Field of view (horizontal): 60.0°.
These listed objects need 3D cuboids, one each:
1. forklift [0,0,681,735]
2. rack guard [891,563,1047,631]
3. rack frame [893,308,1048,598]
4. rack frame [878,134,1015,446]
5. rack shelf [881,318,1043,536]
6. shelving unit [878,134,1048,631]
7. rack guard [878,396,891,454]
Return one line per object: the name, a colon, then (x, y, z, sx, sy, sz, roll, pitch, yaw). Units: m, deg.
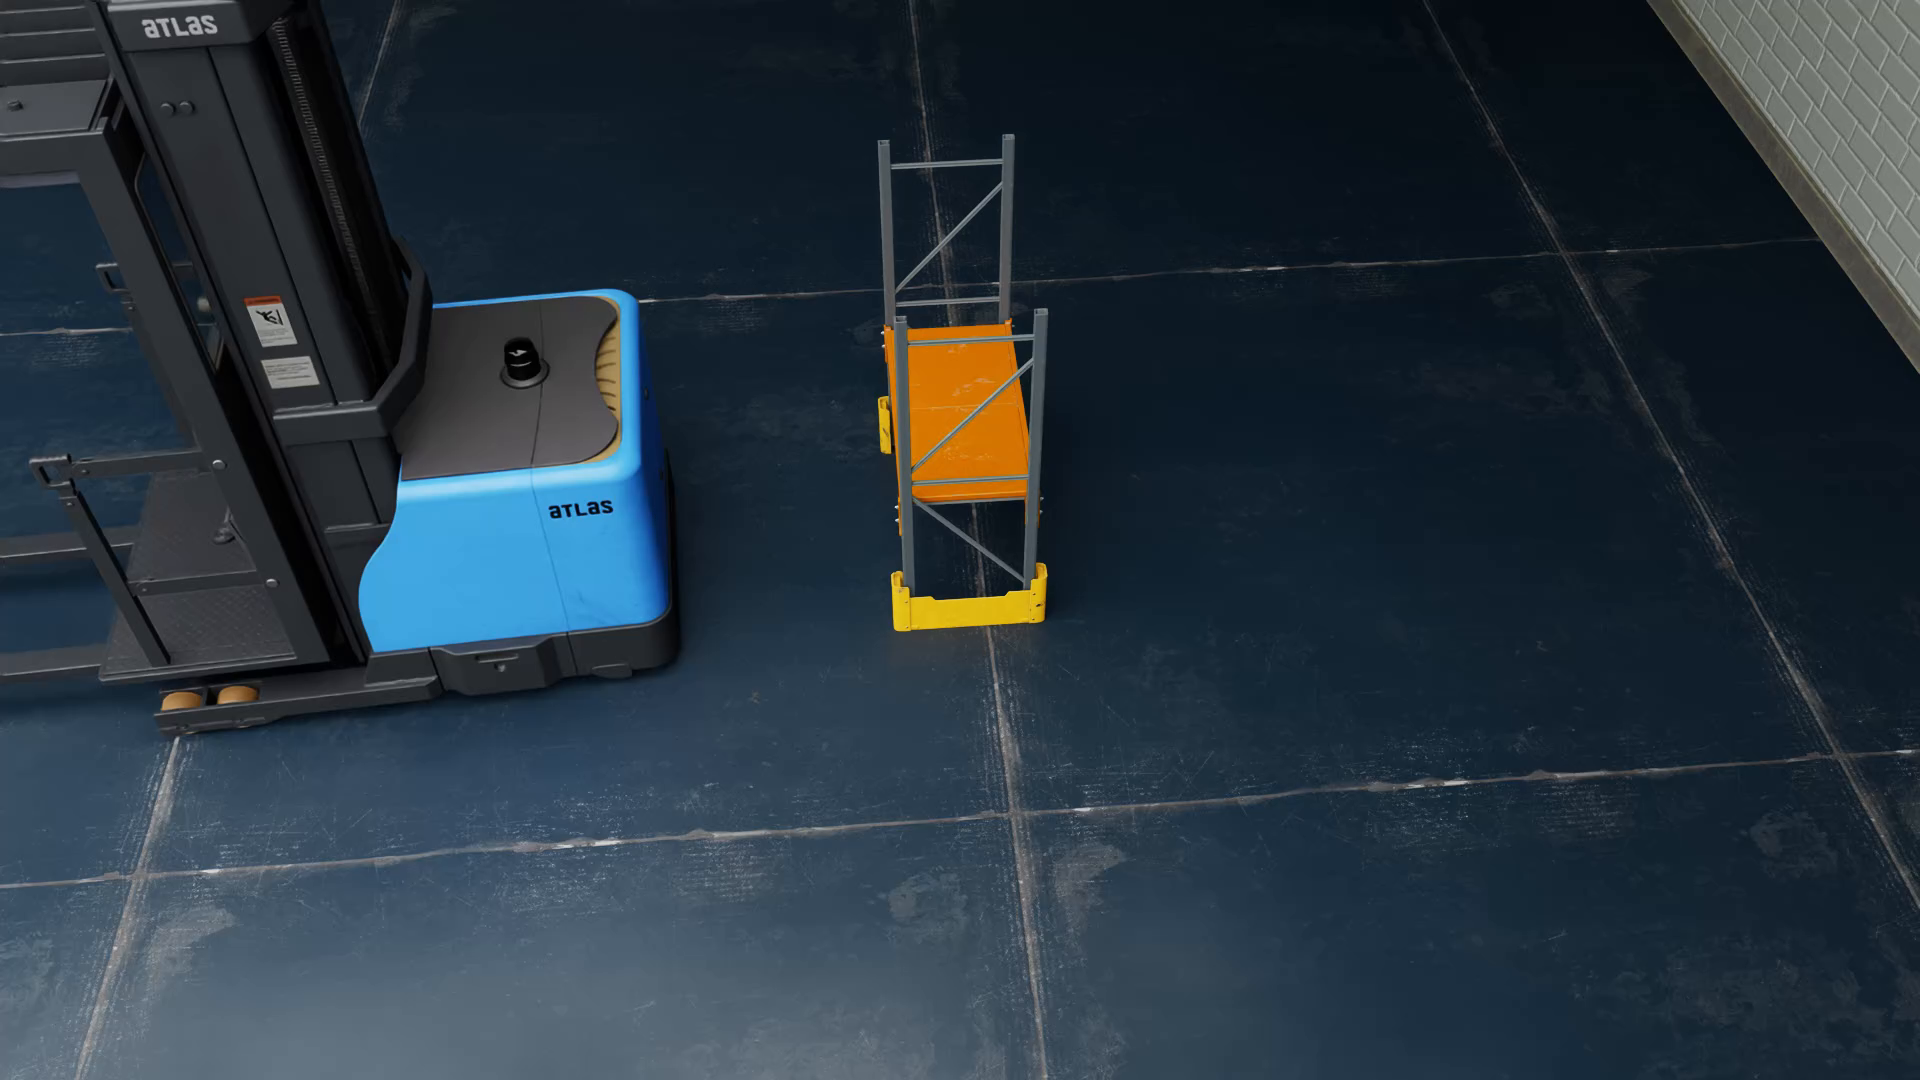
forklift: (-2.616, -0.711, 5.405, 3.031, 2.935, 1.130, -6, 47, -6)
rack guard: (0.035, 0.219, 6.370, 0.587, 0.250, 0.087, -3, 47, -3)
rack frame: (0.035, -0.210, 5.916, 0.500, 1.500, 0.032, -3, 47, -3)
rack frame: (-0.050, -0.945, 6.612, 0.500, 1.500, 0.032, -3, 47, -3)
rack shelf: (-0.007, -0.454, 6.395, 0.538, 0.185, 1.000, -3, 47, -3)
shelving unit: (-0.006, -0.571, 6.258, 0.587, 1.500, 1.083, -3, 47, -3)
rack guard: (-0.048, -0.501, 7.053, 0.587, 0.250, 0.087, -3, 47, -3)
